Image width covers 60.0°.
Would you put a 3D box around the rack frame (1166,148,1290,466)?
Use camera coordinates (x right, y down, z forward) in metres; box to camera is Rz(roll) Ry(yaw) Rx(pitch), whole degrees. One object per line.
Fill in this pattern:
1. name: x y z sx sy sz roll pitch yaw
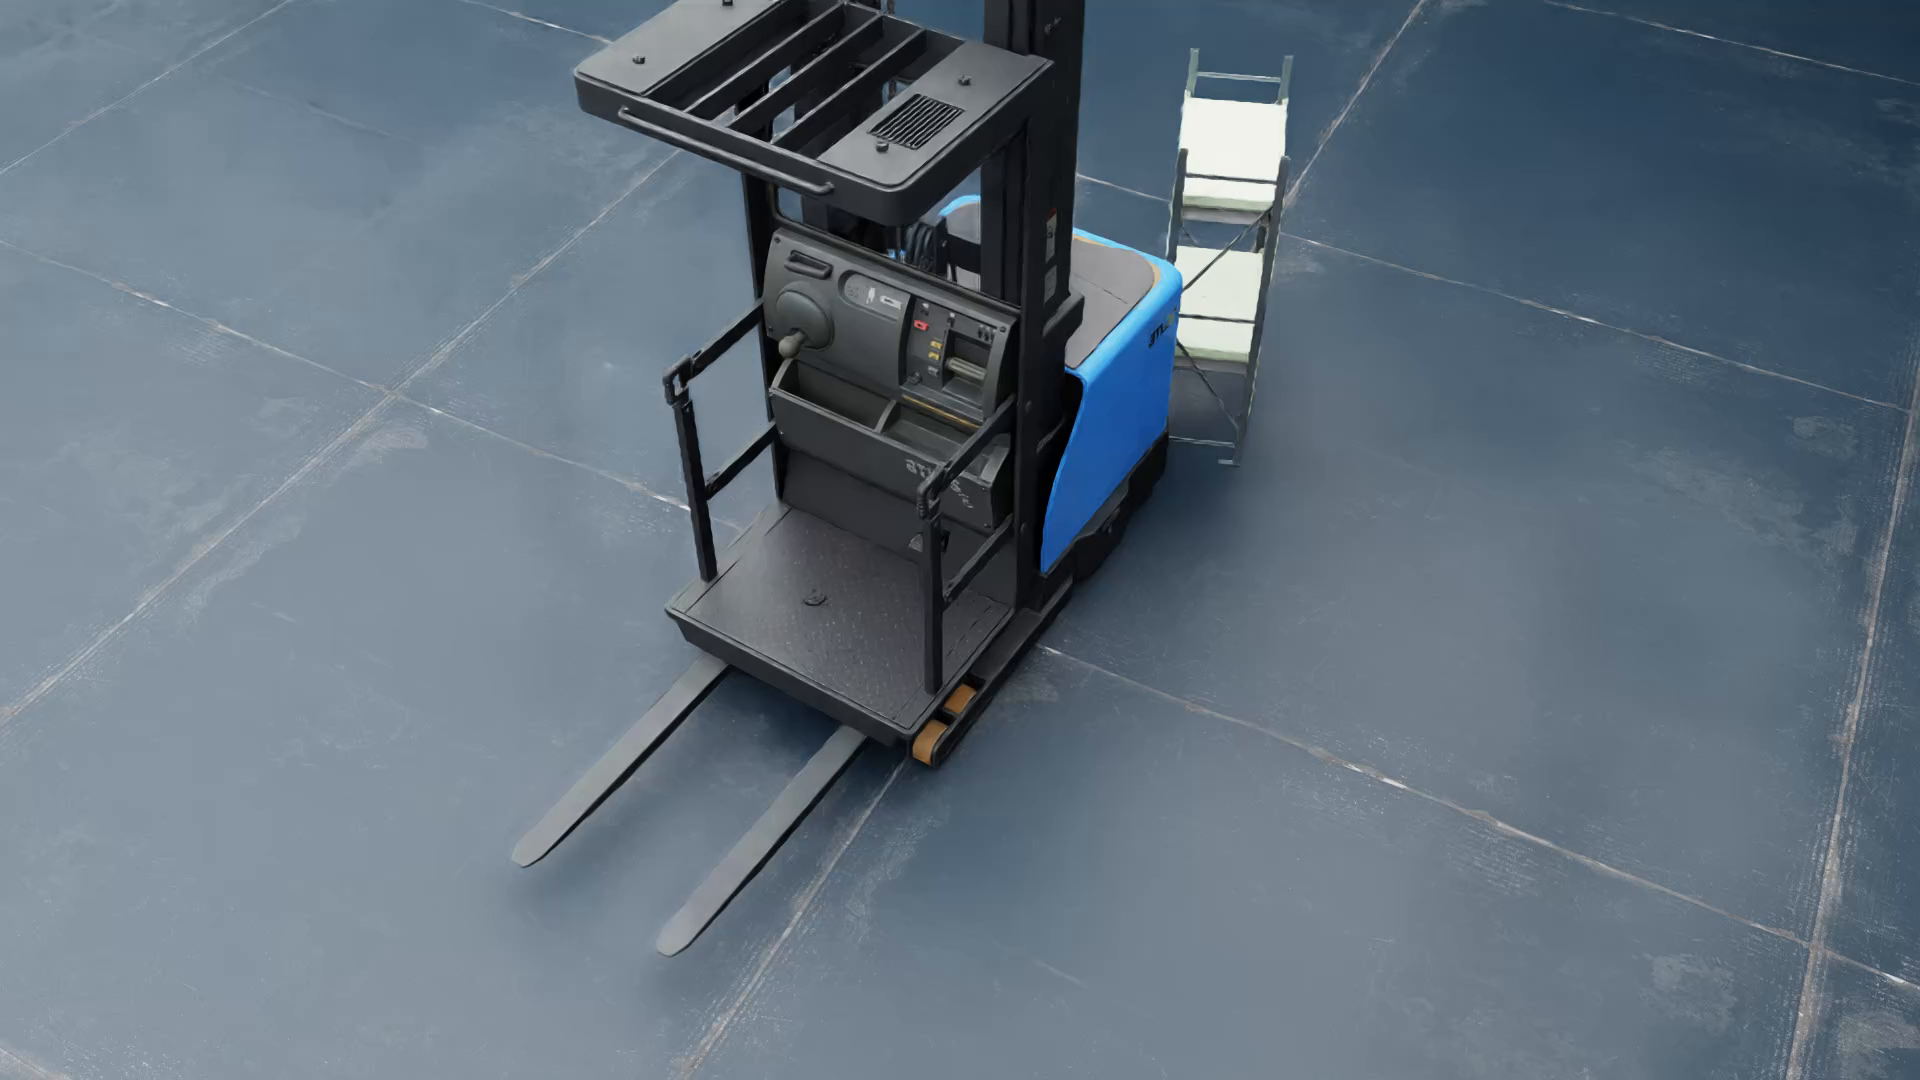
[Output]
1. rack frame: 0.993 -0.871 6.556 0.400 1.500 0.023 6 46 6

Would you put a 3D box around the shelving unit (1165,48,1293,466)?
1. shelving unit: 1.050 -1.128 6.811 0.431 1.500 0.755 6 46 6

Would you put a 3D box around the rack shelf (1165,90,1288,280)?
1. rack shelf: 1.050 -1.403 6.533 0.431 0.370 0.720 6 46 6

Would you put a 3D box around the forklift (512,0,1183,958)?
1. forklift: -0.362 -0.611 5.293 1.130 2.935 3.031 25 50 22

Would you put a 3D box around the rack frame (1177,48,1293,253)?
1. rack frame: 1.107 -1.385 7.065 0.400 1.500 0.023 6 46 6

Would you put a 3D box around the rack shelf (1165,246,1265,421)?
1. rack shelf: 1.050 -0.899 7.042 0.431 0.370 0.720 6 46 6
